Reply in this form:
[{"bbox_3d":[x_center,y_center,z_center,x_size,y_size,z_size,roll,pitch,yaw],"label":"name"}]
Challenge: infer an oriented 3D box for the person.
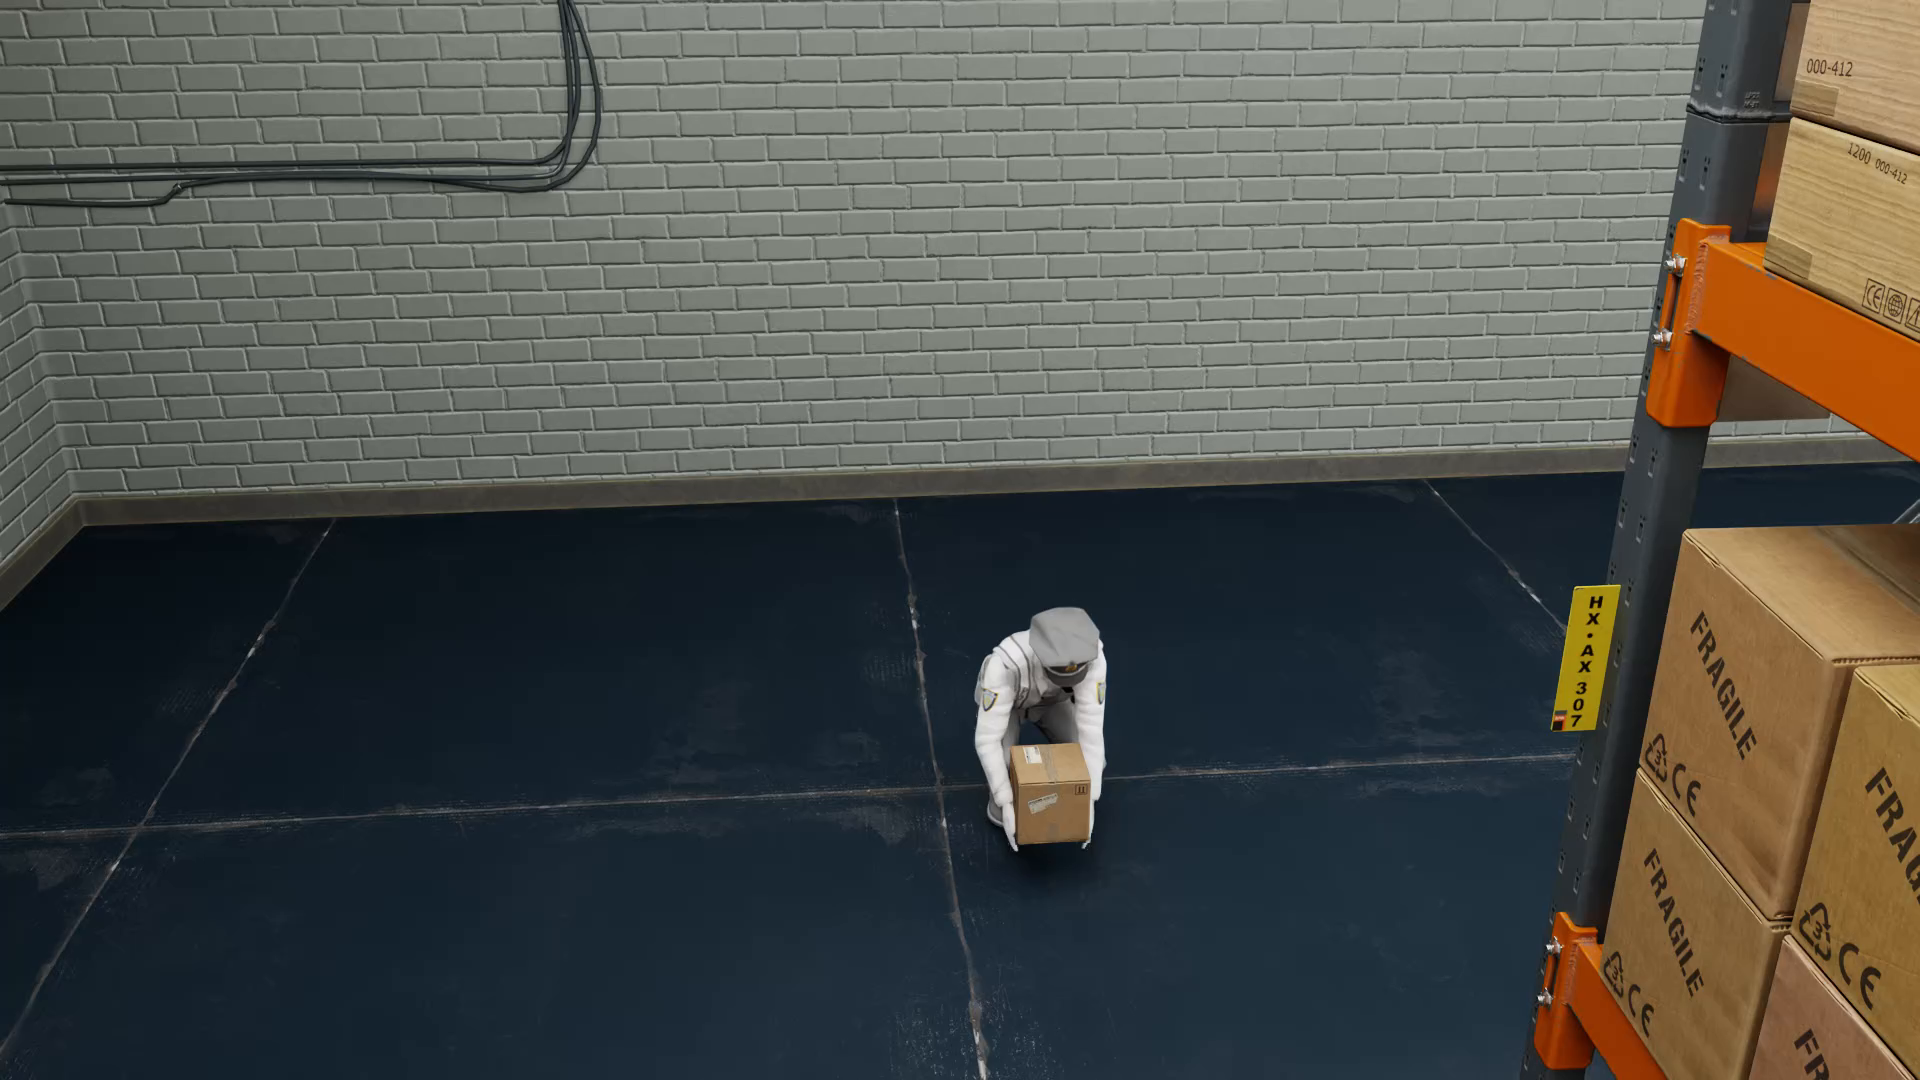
[{"bbox_3d":[0.281,0.622,6.074,0.489,0.970,0.826,-3,24,-6],"label":"person"}]
